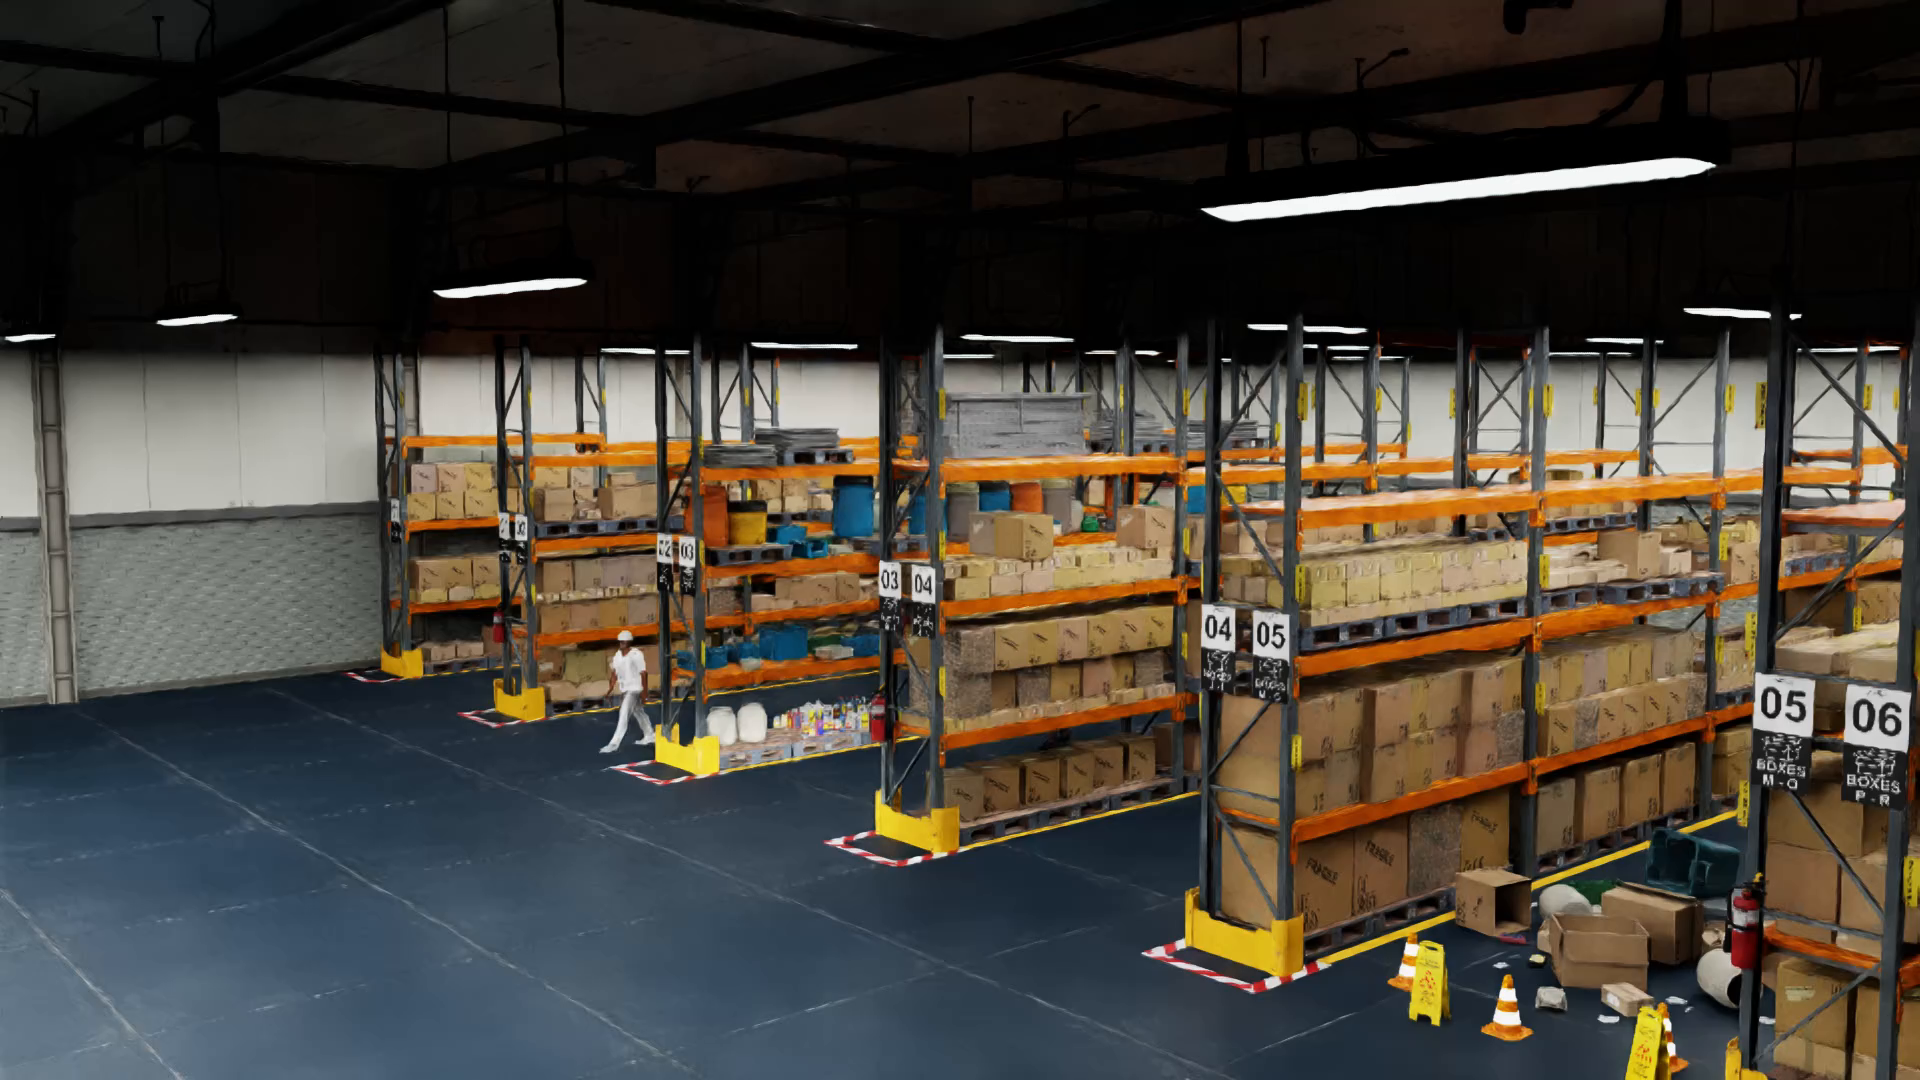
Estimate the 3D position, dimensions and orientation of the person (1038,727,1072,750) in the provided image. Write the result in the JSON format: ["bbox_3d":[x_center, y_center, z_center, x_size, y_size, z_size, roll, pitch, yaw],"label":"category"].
[{"bbox_3d":[1.326,2.156,23.865,0.537,1.665,1.028,4,7,41],"label":"person"}]

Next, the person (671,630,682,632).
[{"bbox_3d":[-5.120,1.655,30.101,1.036,1.517,0.417,-4,7,-38],"label":"person"}]

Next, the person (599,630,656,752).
[{"bbox_3d":[-4.757,2.127,23.733,0.992,1.702,0.580,-5,7,-42],"label":"person"}]
